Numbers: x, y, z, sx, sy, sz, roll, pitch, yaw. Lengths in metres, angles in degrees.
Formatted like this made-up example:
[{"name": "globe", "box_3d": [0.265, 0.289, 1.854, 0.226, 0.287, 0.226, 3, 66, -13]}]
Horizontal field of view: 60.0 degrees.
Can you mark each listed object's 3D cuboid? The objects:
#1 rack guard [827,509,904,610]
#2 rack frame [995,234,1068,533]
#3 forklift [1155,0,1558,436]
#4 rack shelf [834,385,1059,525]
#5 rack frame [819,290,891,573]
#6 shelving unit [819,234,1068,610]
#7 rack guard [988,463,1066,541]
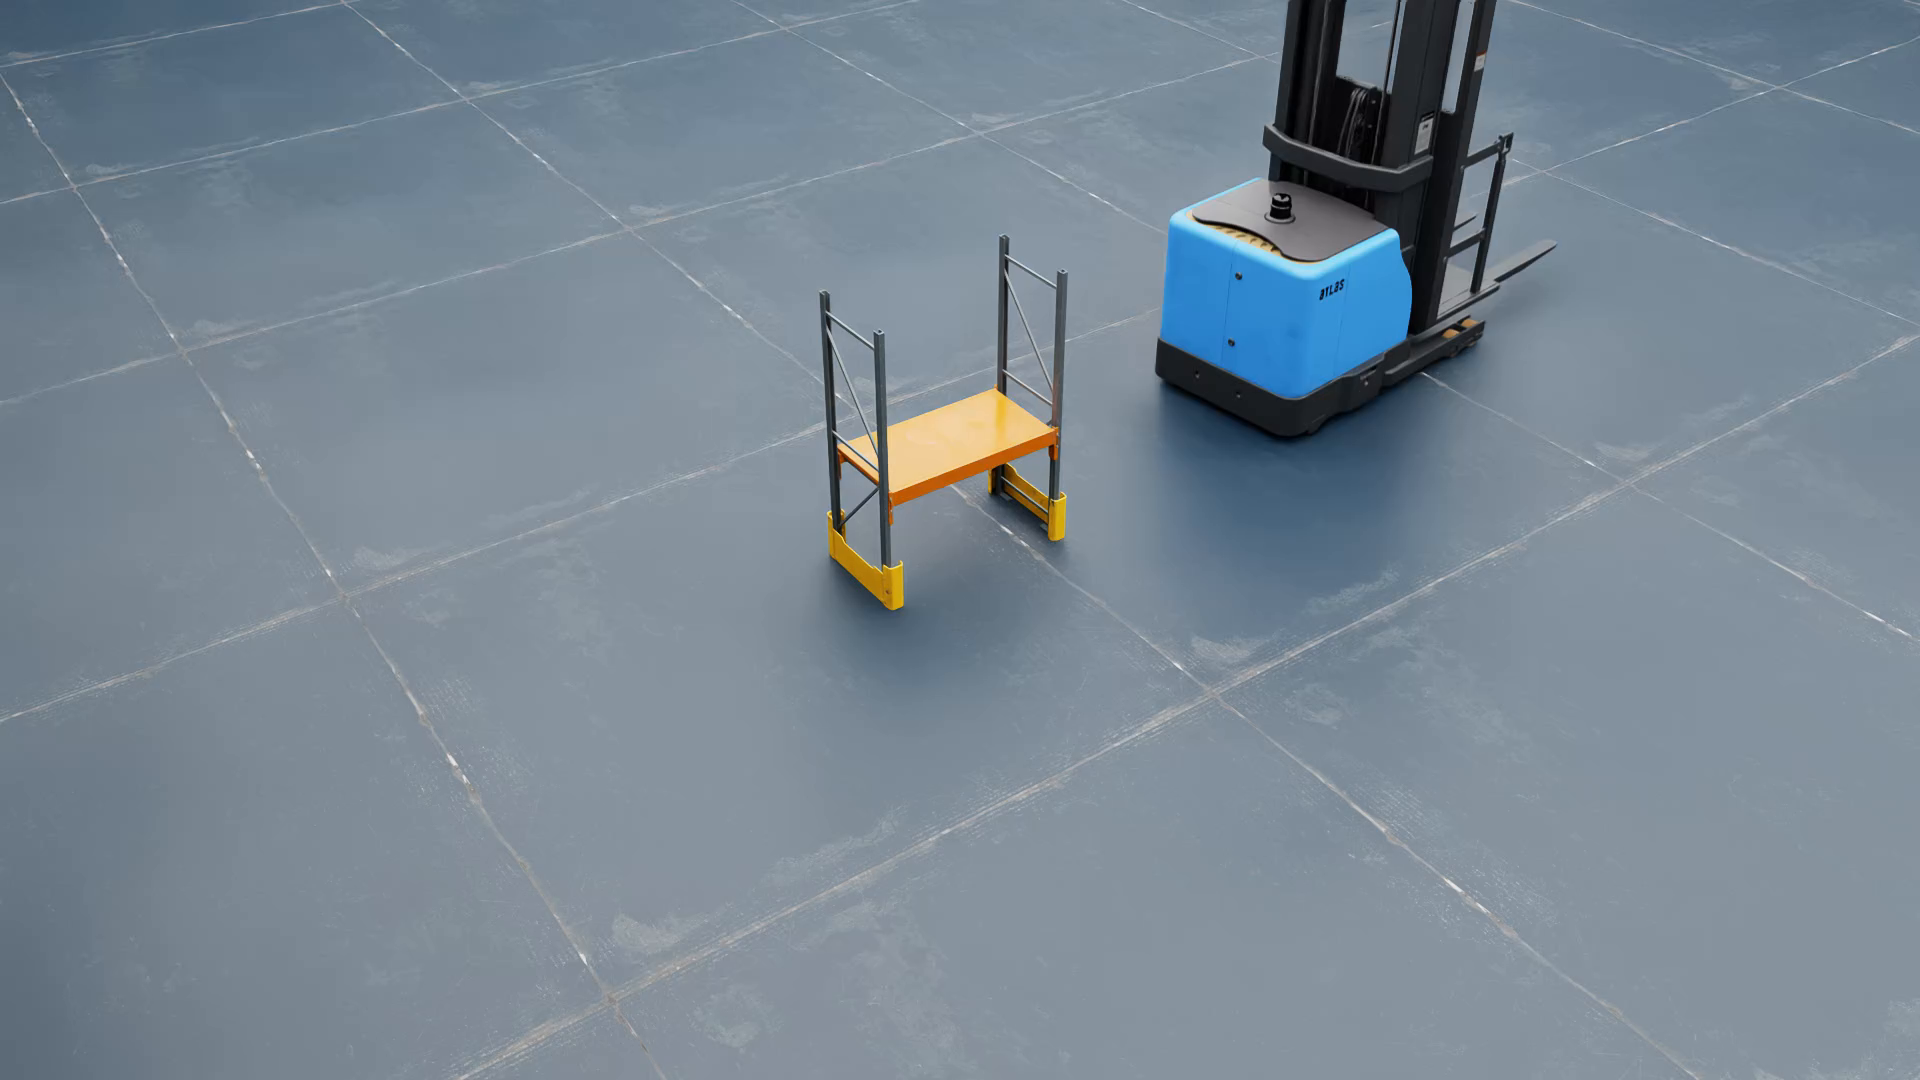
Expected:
[{"name": "rack guard", "box_3d": [-0.469, 0.092, 8.222, 0.087, 0.250, 0.587, -22, 41, -28]}, {"name": "rack frame", "box_3d": [0.346, -0.751, 8.323, 0.032, 1.500, 0.500, -22, 41, -28]}, {"name": "forklift", "box_3d": [2.578, -2.504, 9.535, 3.031, 2.935, 1.130, -28, 44, -33]}, {"name": "rack shelf", "box_3d": [-0.070, -0.434, 8.191, 1.000, 0.185, 0.538, -22, 41, -28]}, {"name": "rack frame", "box_3d": [-0.485, -0.409, 7.848, 0.032, 1.500, 0.500, -22, 41, -28]}, {"name": "shelving unit", "box_3d": [-0.062, -0.583, 8.090, 1.083, 1.500, 0.587, -22, 41, -28]}, {"name": "rack guard", "box_3d": [0.345, -0.243, 8.688, 0.087, 0.250, 0.587, -22, 41, -28]}]
